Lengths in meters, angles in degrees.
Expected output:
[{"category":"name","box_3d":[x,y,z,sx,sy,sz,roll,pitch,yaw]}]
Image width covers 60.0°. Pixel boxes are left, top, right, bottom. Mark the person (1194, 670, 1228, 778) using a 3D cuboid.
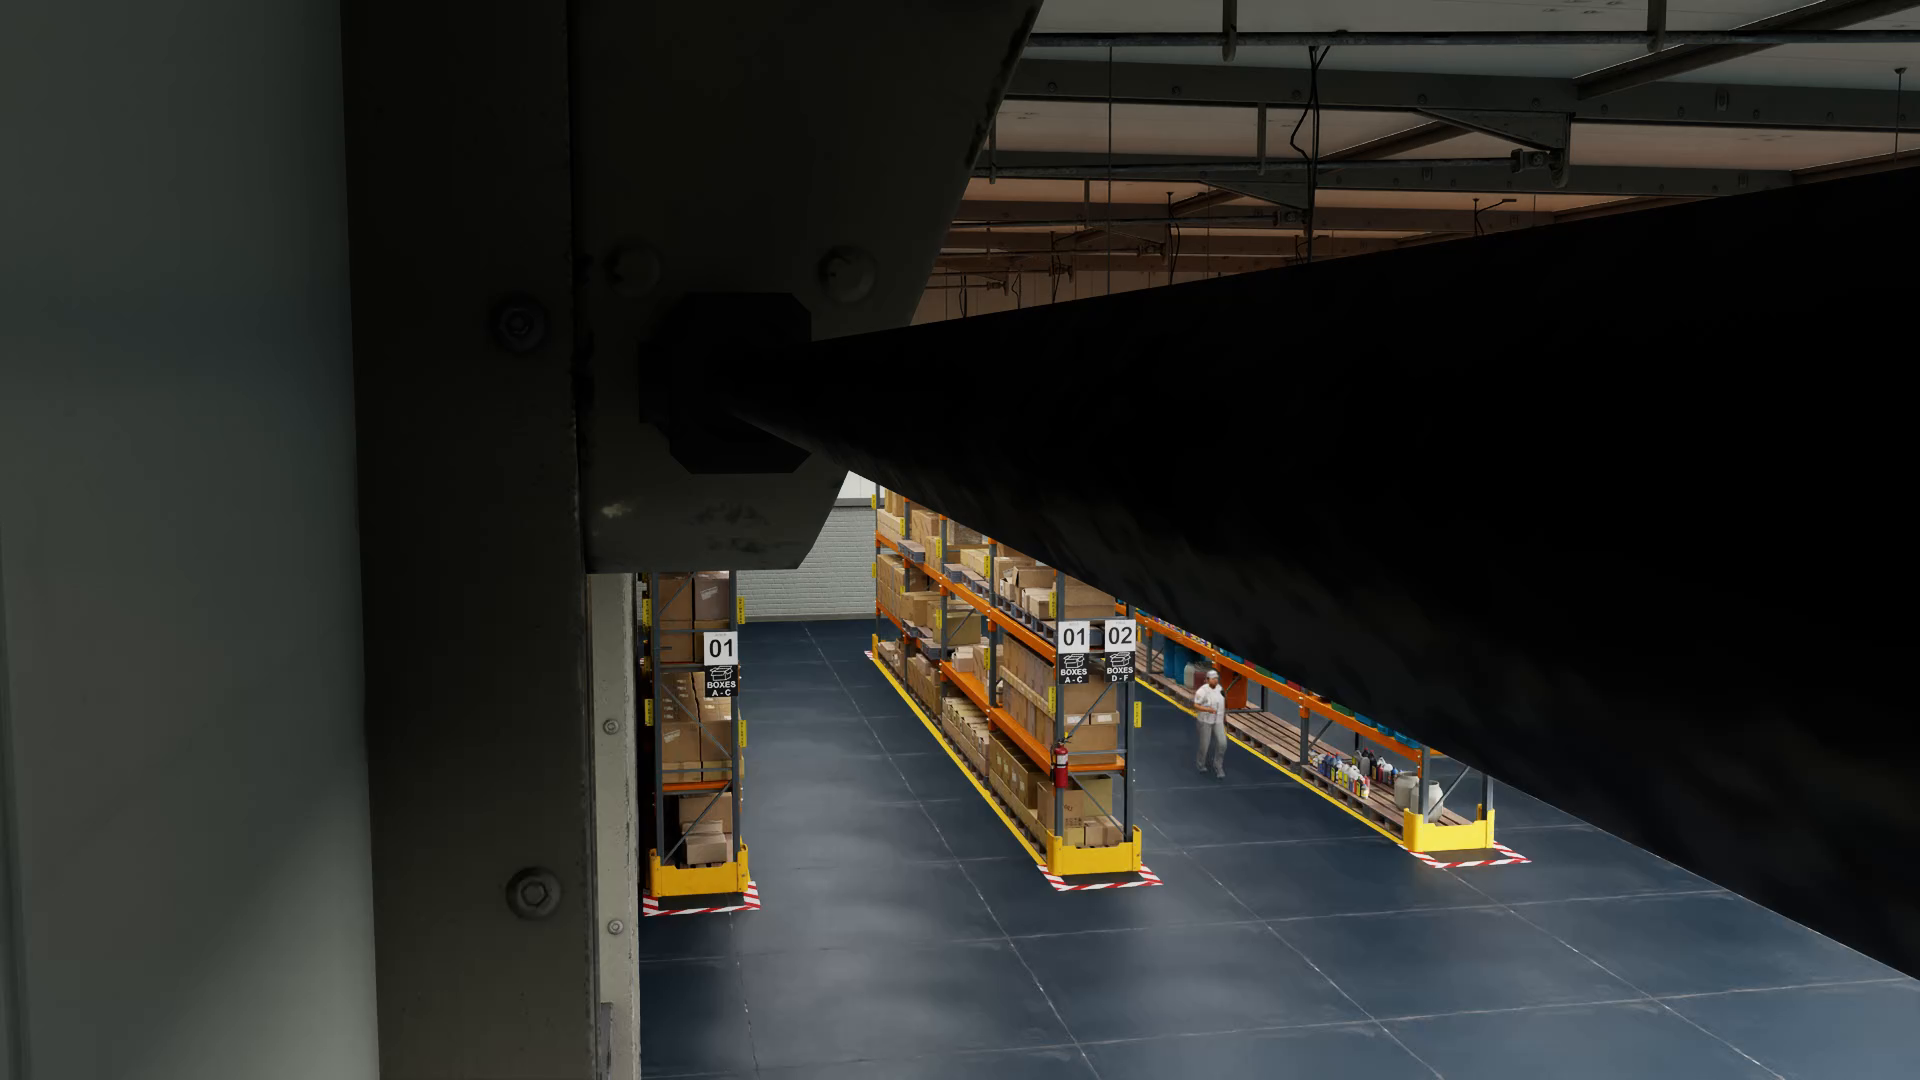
[{"category":"person","box_3d":[3.902,2.870,25.893,0.592,1.718,0.725,-2,6,-15]}]
